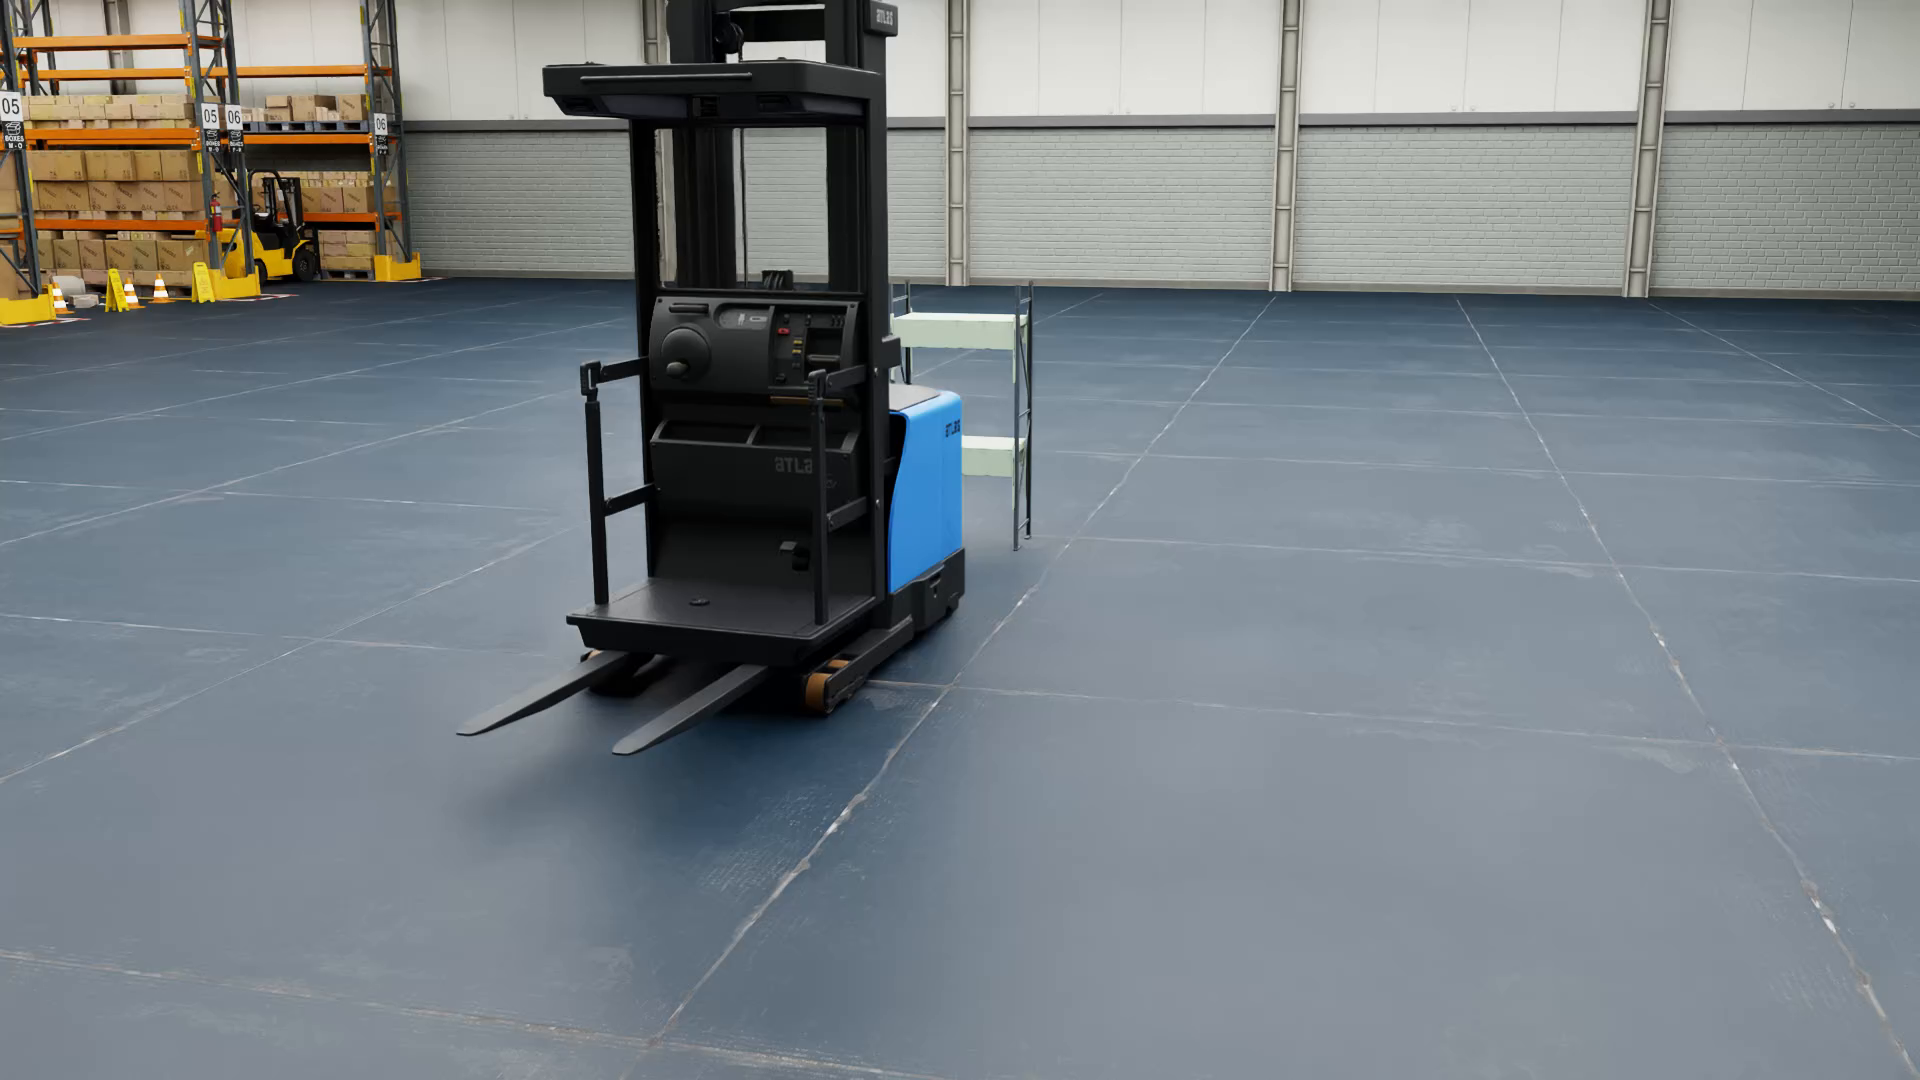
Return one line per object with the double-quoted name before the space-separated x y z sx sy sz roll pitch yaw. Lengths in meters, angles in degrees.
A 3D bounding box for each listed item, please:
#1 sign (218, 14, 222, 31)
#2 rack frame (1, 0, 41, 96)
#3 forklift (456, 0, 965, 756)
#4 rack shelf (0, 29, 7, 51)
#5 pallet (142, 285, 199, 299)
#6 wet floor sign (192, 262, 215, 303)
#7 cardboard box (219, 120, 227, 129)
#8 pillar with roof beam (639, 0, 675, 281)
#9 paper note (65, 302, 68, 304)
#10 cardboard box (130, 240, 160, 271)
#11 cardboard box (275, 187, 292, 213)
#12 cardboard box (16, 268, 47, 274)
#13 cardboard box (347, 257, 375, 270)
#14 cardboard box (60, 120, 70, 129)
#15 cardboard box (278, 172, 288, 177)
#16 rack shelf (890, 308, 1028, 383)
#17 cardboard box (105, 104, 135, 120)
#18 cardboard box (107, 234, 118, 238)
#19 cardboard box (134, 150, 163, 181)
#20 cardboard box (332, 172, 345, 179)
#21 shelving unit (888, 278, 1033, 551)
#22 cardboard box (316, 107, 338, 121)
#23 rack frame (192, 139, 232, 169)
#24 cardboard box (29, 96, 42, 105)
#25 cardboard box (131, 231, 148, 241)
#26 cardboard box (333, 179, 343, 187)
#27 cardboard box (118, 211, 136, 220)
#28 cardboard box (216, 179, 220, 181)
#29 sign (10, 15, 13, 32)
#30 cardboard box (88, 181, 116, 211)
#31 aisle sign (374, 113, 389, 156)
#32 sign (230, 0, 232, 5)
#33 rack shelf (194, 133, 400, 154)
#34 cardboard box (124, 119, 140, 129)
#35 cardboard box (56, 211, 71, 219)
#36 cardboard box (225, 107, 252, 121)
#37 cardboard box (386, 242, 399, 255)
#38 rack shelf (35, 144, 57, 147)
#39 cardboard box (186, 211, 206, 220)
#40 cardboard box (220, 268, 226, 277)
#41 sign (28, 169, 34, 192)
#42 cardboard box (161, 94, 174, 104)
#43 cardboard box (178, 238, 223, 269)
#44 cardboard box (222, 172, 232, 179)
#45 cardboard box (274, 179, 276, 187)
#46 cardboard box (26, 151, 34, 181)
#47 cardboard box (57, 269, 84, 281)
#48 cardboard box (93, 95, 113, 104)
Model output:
"sign" -14.959 -10.458 33.573 0.005 0.325 0.100 3 13 14
"rack frame" -16.301 -8.765 28.465 0.127 3.000 1.000 3 13 14
"forklift" -0.931 -0.837 6.738 1.130 2.935 3.031 4 13 18
"rack shelf" -15.447 -7.069 23.403 4.000 0.370 1.077 3 13 14
"pallet" -13.271 -4.321 28.723 1.213 0.211 1.003 3 13 14
"wet floor sign" -12.489 -4.245 27.376 0.232 0.644 0.267 8 15 33
"cardboard box" -12.662 -7.056 28.267 0.250 0.149 0.380 3 13 14
"pillar with roof beam" -6.898 -8.611 27.768 0.400 9.000 9.100 3 13 14
"paper note" -14.601 -3.880 27.177 0.142 0.019 0.148 8 15 33
"cardboard box" -13.765 -4.871 28.410 0.500 0.500 0.500 4 13 16
"cardboard box" -13.262 -6.771 33.097 0.500 0.500 0.500 3 13 14
"cardboard box" -15.587 -4.276 27.845 0.500 0.500 0.500 -9 15 -35
"cardboard box" -11.764 -5.493 32.948 0.500 0.250 0.500 3 13 14
"cardboard box" -15.059 -7.058 28.275 0.250 0.149 0.380 3 13 12
"cardboard box" -13.361 -7.253 33.084 0.250 0.149 0.380 3 13 14
"rack shelf" 0.006 -1.113 9.485 0.720 0.370 0.431 3 13 14
"cardboard box" -13.972 -7.187 27.938 0.500 0.250 0.500 3 13 15
"cardboard box" -17.107 -6.031 34.506 0.625 0.625 0.875 3 13 11
"cardboard box" -13.455 -6.319 28.066 0.500 0.500 0.700 3 13 14
"cardboard box" -12.137 -7.172 32.719 0.250 0.149 0.380 3 13 15
"shelving unit" 0.006 -0.732 9.570 0.755 1.500 0.431 3 13 14
"cardboard box" -12.355 -8.318 32.484 0.258 0.266 0.396 3 13 14
"rack frame" -15.115 -6.880 33.821 0.127 3.000 1.000 3 13 14
"cardboard box" -15.560 -7.460 28.244 0.250 0.149 0.380 3 13 12
"cardboard box" -13.874 -5.180 28.304 0.250 0.149 0.380 3 13 14
"cardboard box" -12.128 -7.031 32.770 0.250 0.149 0.380 3 13 15
"cardboard box" -14.090 -5.532 28.324 0.250 0.149 0.380 3 13 13
"cardboard box" -14.869 -7.174 33.416 0.250 0.149 0.380 3 13 13
"sign" -19.119 -10.397 33.480 0.005 0.325 0.100 3 13 14
"cardboard box" -14.468 -5.877 28.380 0.500 0.500 0.500 3 13 14
"aisle sign" -11.238 -7.877 32.310 0.004 0.787 0.394 3 13 14
"sign" -12.287 -9.166 27.934 0.005 0.325 0.100 3 13 14
"rack shelf" -13.174 -7.890 33.106 4.000 0.370 1.077 3 13 14
"cardboard box" -13.813 -6.987 27.957 0.250 0.149 0.380 3 13 13
"cardboard box" -15.317 -5.600 28.630 0.250 0.149 0.380 3 13 15
"cardboard box" -14.366 -8.461 33.023 0.500 0.311 0.500 3 13 15
"cardboard box" -11.639 -5.848 33.390 0.500 0.250 0.500 3 13 15
"rack shelf" -20.941 -8.305 34.977 4.000 0.370 1.077 3 13 14
"cardboard box" -12.832 -5.481 28.091 0.250 0.149 0.380 4 13 15
"cardboard box" -13.134 -4.592 28.883 0.500 0.250 0.500 3 13 13
"sign" -13.367 -5.160 23.886 0.005 0.325 0.100 3 13 14
"cardboard box" -13.058 -7.337 27.691 0.250 0.149 0.380 3 13 15
"cardboard box" -13.158 -4.959 28.806 0.500 0.500 0.500 3 13 12
"cardboard box" -14.597 -7.321 33.393 0.250 0.149 0.380 3 13 14
"cardboard box" -13.633 -7.102 33.089 0.250 0.149 0.380 3 13 12
"cardboard box" -15.926 -6.450 28.655 0.500 0.500 0.700 3 13 13
"cardboard box" -15.272 -4.586 28.859 0.500 0.250 0.500 4 13 17
"cardboard box" -14.313 -7.388 27.921 0.250 0.149 0.380 3 13 15
